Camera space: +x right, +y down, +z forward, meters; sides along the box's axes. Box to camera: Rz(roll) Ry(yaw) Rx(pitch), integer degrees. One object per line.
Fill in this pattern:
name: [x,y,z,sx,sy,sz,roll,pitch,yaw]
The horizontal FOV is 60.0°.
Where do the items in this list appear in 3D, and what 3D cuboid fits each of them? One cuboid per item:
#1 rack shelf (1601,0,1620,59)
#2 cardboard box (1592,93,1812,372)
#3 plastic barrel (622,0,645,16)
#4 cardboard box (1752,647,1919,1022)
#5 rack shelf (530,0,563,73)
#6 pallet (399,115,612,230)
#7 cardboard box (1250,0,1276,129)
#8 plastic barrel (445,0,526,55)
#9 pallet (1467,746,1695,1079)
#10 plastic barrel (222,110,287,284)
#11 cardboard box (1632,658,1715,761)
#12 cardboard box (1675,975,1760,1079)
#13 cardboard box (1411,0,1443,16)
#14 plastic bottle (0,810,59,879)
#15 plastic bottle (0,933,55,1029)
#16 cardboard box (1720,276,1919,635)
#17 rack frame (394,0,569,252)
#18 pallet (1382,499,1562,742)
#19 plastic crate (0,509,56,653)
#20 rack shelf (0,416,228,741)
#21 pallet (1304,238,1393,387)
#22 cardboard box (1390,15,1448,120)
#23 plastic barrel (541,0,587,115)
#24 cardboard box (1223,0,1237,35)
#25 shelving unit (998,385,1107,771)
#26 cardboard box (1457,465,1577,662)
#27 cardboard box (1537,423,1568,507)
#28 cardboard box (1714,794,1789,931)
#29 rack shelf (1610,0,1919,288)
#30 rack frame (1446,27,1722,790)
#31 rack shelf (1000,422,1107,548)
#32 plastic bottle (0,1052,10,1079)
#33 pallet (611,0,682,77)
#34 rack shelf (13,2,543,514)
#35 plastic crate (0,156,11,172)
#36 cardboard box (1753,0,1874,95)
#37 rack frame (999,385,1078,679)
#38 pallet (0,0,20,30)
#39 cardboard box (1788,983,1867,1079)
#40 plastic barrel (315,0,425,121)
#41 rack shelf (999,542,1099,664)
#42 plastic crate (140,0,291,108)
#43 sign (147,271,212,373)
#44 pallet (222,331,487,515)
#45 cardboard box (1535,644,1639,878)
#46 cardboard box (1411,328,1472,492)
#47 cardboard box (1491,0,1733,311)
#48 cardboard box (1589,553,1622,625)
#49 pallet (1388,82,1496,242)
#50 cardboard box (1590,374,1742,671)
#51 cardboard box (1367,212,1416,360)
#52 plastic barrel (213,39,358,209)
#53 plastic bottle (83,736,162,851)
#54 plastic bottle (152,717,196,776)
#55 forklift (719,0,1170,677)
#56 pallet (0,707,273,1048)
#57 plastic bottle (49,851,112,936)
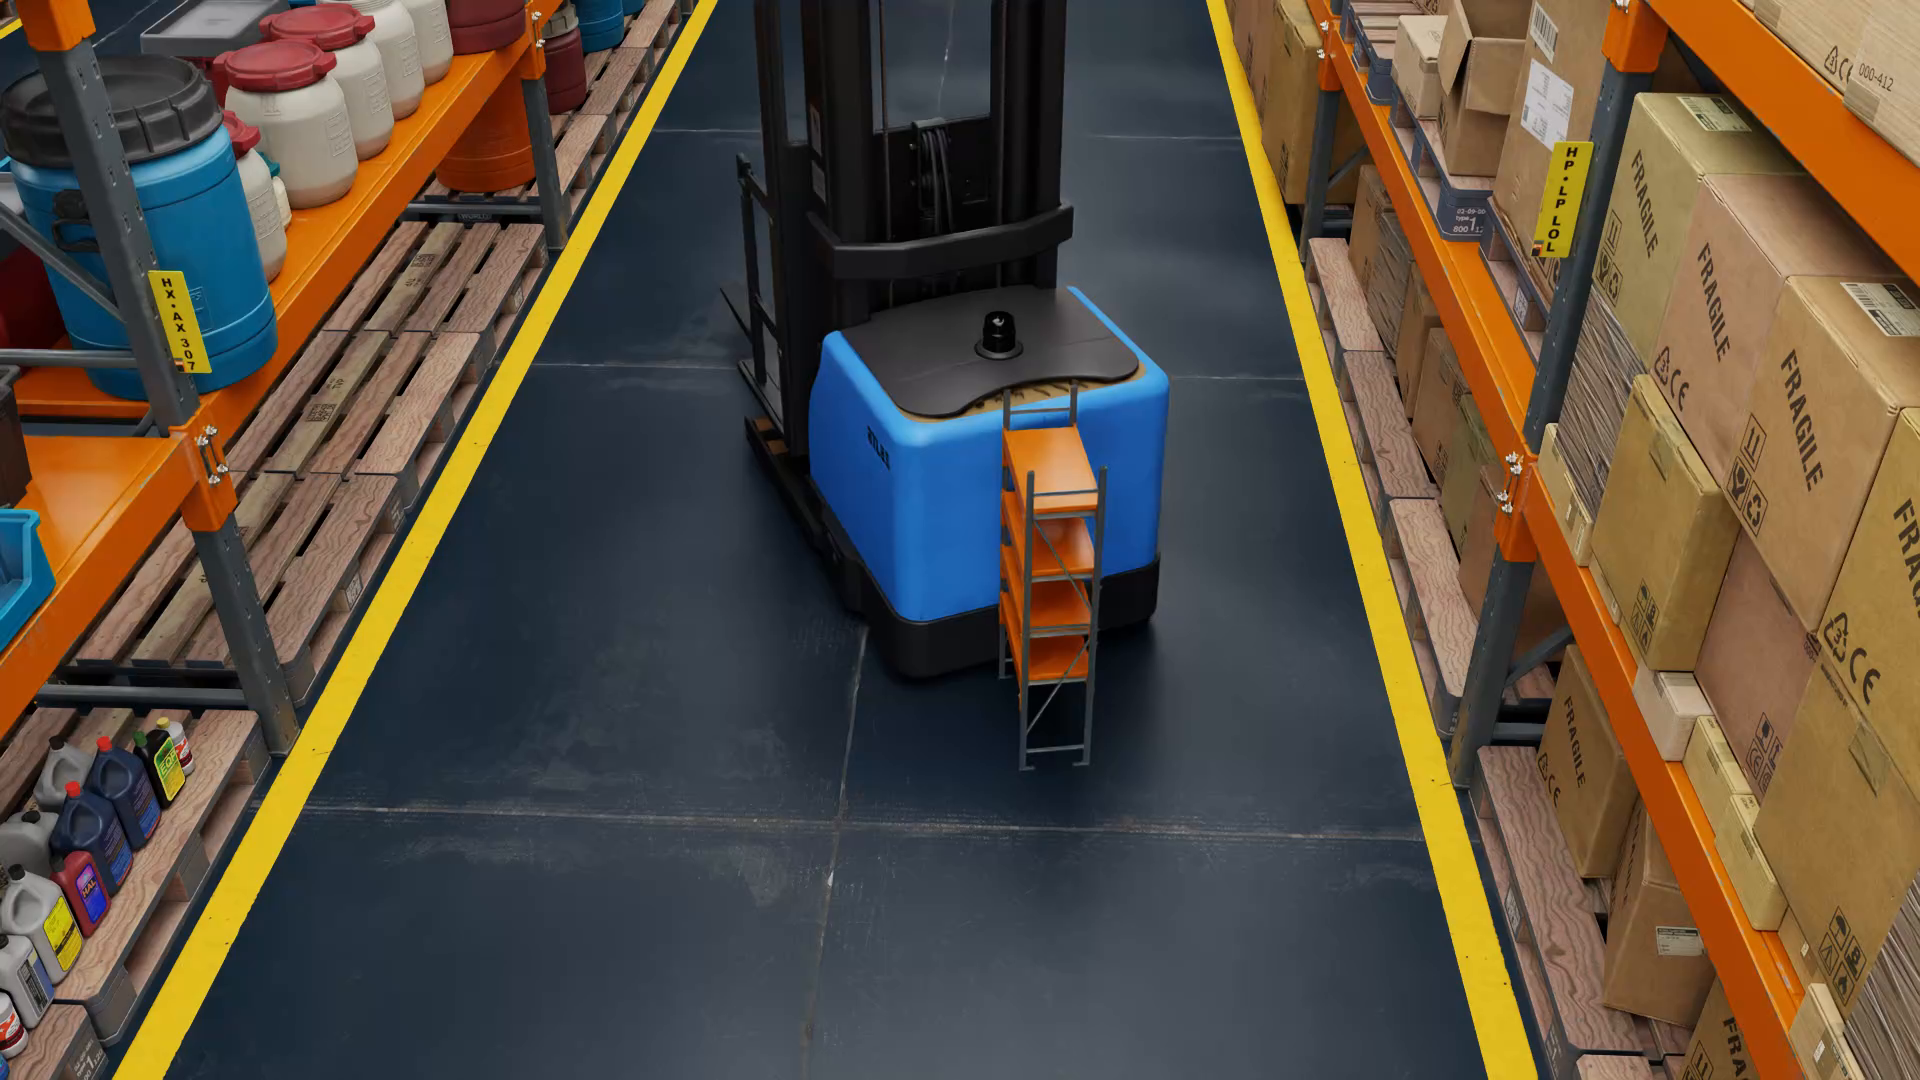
rack shelf: [2.233,-2.499,5.714,1.077,0.370,4.000,1,35,2]
cardboard box: [1.881,-0.736,3.973,0.500,0.500,0.500,1,35,2]
plastic barrel: [-2.514,-4.129,11.476,0.600,0.901,0.708,1,35,2]
cardboard box: [2.037,0.540,3.027,0.875,0.500,0.500,1,35,2]
rack shelf: [-2.555,-3.684,10.009,1.077,0.370,4.000,1,35,2]
pallet: [-2.646,-2.143,9.615,1.003,0.211,1.213,1,35,2]
cardboard box: [2.405,-2.926,9.787,1.225,0.875,0.875,1,35,2]
plastic barrel: [-2.351,-2.612,7.739,0.600,0.536,0.708,1,35,2]
pallet: [2.161,1.111,4.986,1.003,0.211,1.213,1,35,2]
plastic barrel: [-2.539,-1.132,5.633,0.433,0.535,0.433,0,35,0]
cardboard box: [1.786,0.376,3.824,0.380,0.149,0.250,1,35,2]
cardboard box: [2.135,1.351,4.028,0.500,0.500,0.500,-2,35,-2]
cardboard box: [2.332,-2.617,7.412,0.500,0.500,0.500,-3,35,-4]
plastic bottle: [-2.691,0.901,4.846,0.152,0.276,0.135,1,35,2]
plastic bottle: [-2.565,1.169,4.465,0.152,0.276,0.135,2,35,3]
cardboard box: [1.841,-0.161,3.156,0.500,0.500,0.500,1,35,2]
rack frame: [-2.636,-2.830,8.167,1.000,3.000,0.127,1,35,2]
pallet: [2.183,0.277,6.173,1.003,0.211,1.213,1,35,2]
plastic crate: [-2.569,0.172,4.027,0.499,0.251,0.616,1,35,2]
rack shelf: [-2.877,0.912,3.469,1.077,0.370,4.000,1,35,2]
pallet: [2.281,-1.125,8.168,1.003,0.211,1.213,1,35,2]
cardboard box: [2.016,-1.868,6.564,0.500,0.250,0.500,0,35,1]
plastic barrel: [-2.588,-2.945,10.064,0.600,0.588,0.708,1,35,2]
cardboard box: [2.468,-3.948,11.241,1.225,0.875,0.875,1,35,2]
shelving unit: [0.290,0.141,5.505,0.258,1.200,0.503,-4,35,-6]
cardboard box: [2.199,0.073,5.828,0.700,0.500,0.500,-1,35,-2]
cardboard box: [1.844,-0.198,4.641,0.380,0.149,0.250,1,35,2]
cardboard box: [1.797,0.664,3.414,0.380,0.149,0.250,1,35,2]
rack shelf: [2.072,-0.201,2.444,1.077,0.370,4.000,1,35,2]
rack frame: [2.153,-0.417,4.735,1.000,3.000,0.127,1,35,2]
rack shelf: [0.290,-0.180,5.279,0.258,0.148,0.480,-4,35,-6]
plastic bottle: [-2.547,1.298,4.285,0.097,0.271,0.097,0,35,0]
pallet: [-2.548,-3.544,11.610,1.003,0.211,1.213,1,35,2]
rack shelf: [-2.716,-1.386,6.739,1.077,0.370,4.000,1,35,2]
plastic crate: [-3.063,-1.166,5.814,0.392,0.384,0.575,1,35,2]
cardboard box: [1.863,-1.026,3.123,0.500,0.250,0.500,1,35,1]
rack frame: [0.260,0.002,5.703,0.240,1.200,0.015,-4,35,-6]
pallet: [-7.419,-3.635,11.739,1.003,0.211,1.213,1,35,2]
cardboard box: [1.753,0.951,3.006,0.380,0.149,0.250,1,35,2]
plastic barrel: [-2.480,-2.037,6.943,0.421,0.512,0.421,0,35,0]
rack shelf: [0.290,0.197,5.544,0.258,0.148,0.480,-4,35,-6]
plastic crate: [-3.006,-1.934,6.838,0.402,0.464,0.583,1,35,2]
sign: [-2.247,-0.626,4.791,0.100,0.325,0.005,1,35,2]
pallet: [-2.757,-0.545,7.342,1.003,0.211,1.213,1,35,2]
cardboard box: [2.097,0.663,5.007,0.500,0.500,0.500,0,35,0]
cardboard box: [2.259,-0.522,6.675,0.700,0.500,0.500,-2,35,-2]
cardboard box: [2.325,-1.288,5.086,1.000,1.000,1.000,2,35,2]
cardboard box: [1.838,0.090,4.232,0.380,0.149,0.250,1,35,2]
pallet: [2.275,-1.498,6.440,1.003,0.211,1.213,1,35,2]
cardboard box: [2.018,-0.036,3.847,0.875,0.500,0.500,1,35,2]
cardboard box: [2.297,-1.168,7.595,0.700,0.500,0.500,-1,35,-2]
plastic barrel: [-2.509,-1.553,6.233,0.433,0.535,0.433,0,35,0]
plastic bottle: [-2.534,0.749,4.997,0.144,0.351,0.185,0,35,1]
plastic bottle: [-2.499,0.649,5.269,0.097,0.201,0.097,0,35,0]
forklift: [-0.290,-1.552,6.409,1.130,2.935,3.031,-13,37,-18]
pallet: [-2.865,0.994,5.152,1.003,0.211,1.213,1,35,2]
plastic bottle: [-2.507,0.981,4.725,0.061,0.283,0.133,4,35,5]
